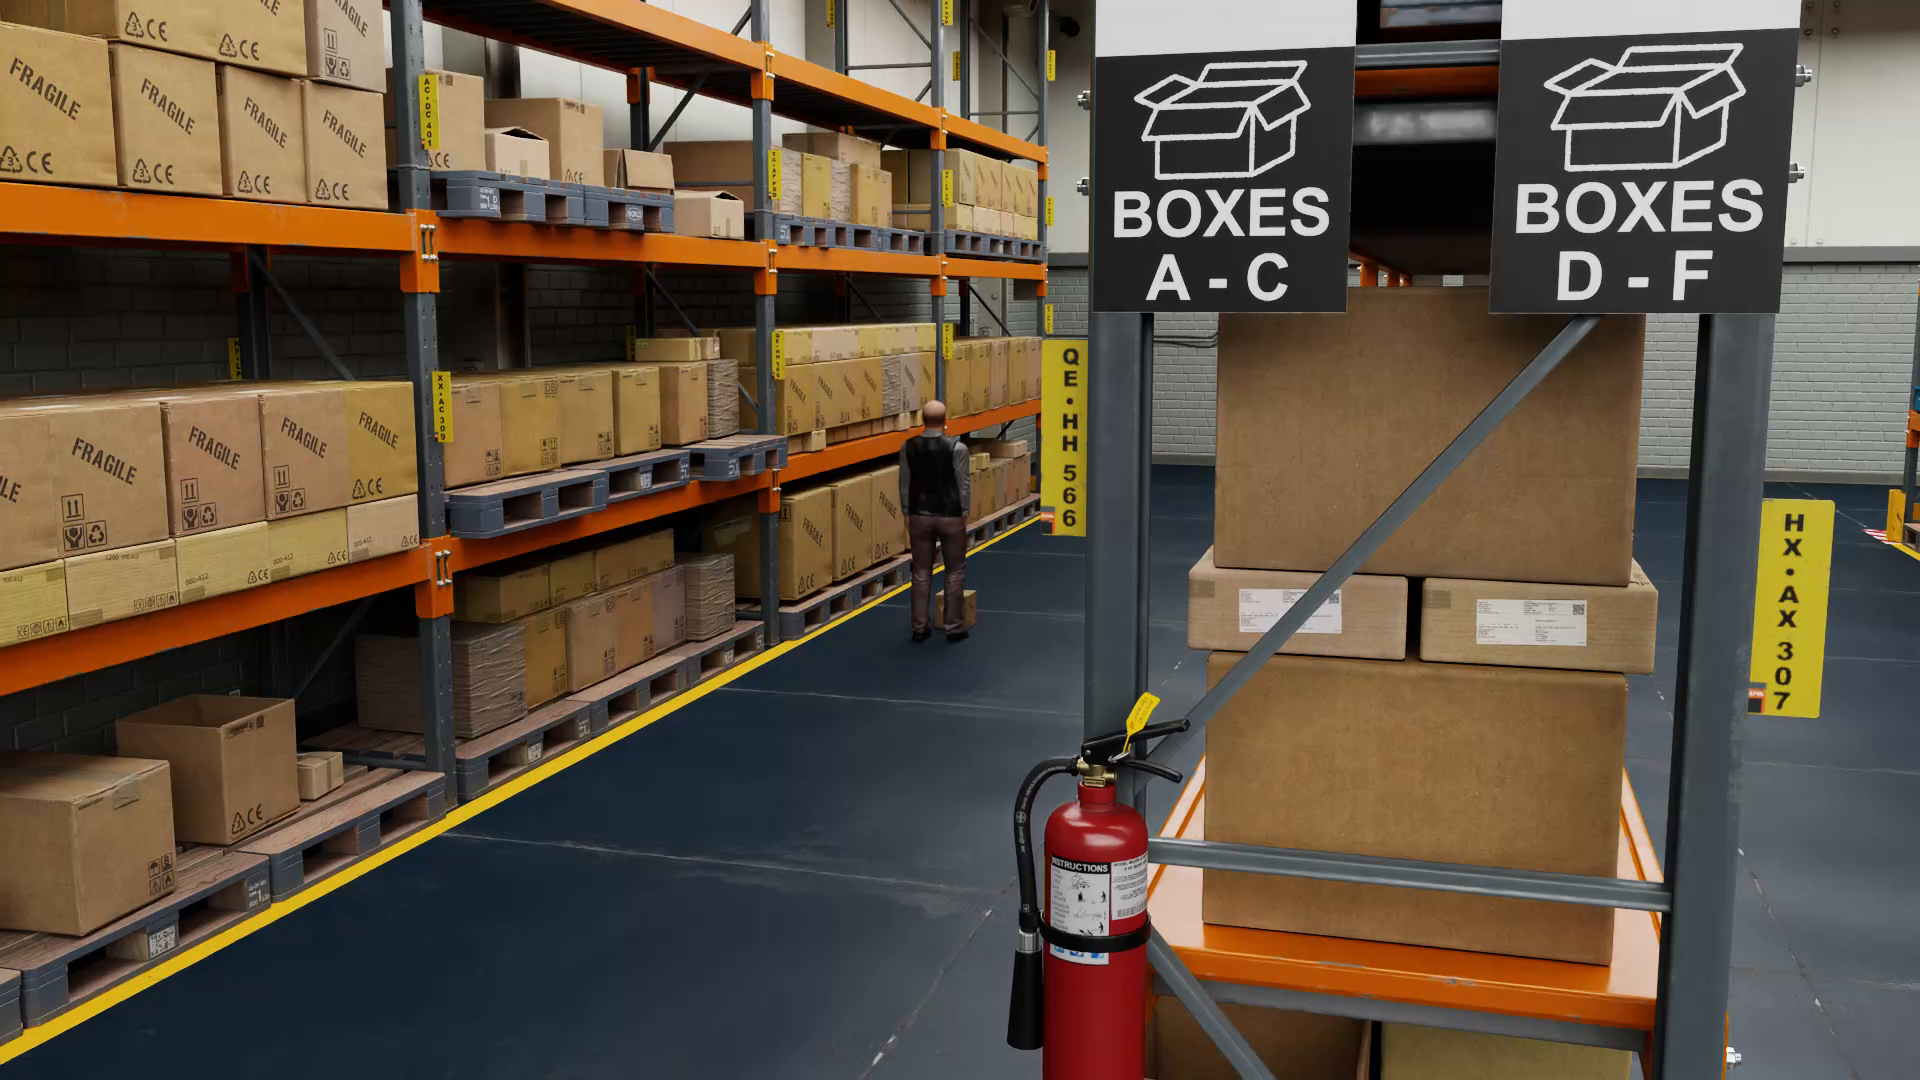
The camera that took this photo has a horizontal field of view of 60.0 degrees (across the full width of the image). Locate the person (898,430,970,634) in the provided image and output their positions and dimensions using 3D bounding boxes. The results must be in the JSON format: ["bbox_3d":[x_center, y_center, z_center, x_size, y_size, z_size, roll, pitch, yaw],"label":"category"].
[{"bbox_3d":[-0.177,-0.069,11.915,0.533,1.453,0.358,2,9,17],"label":"person"}]
